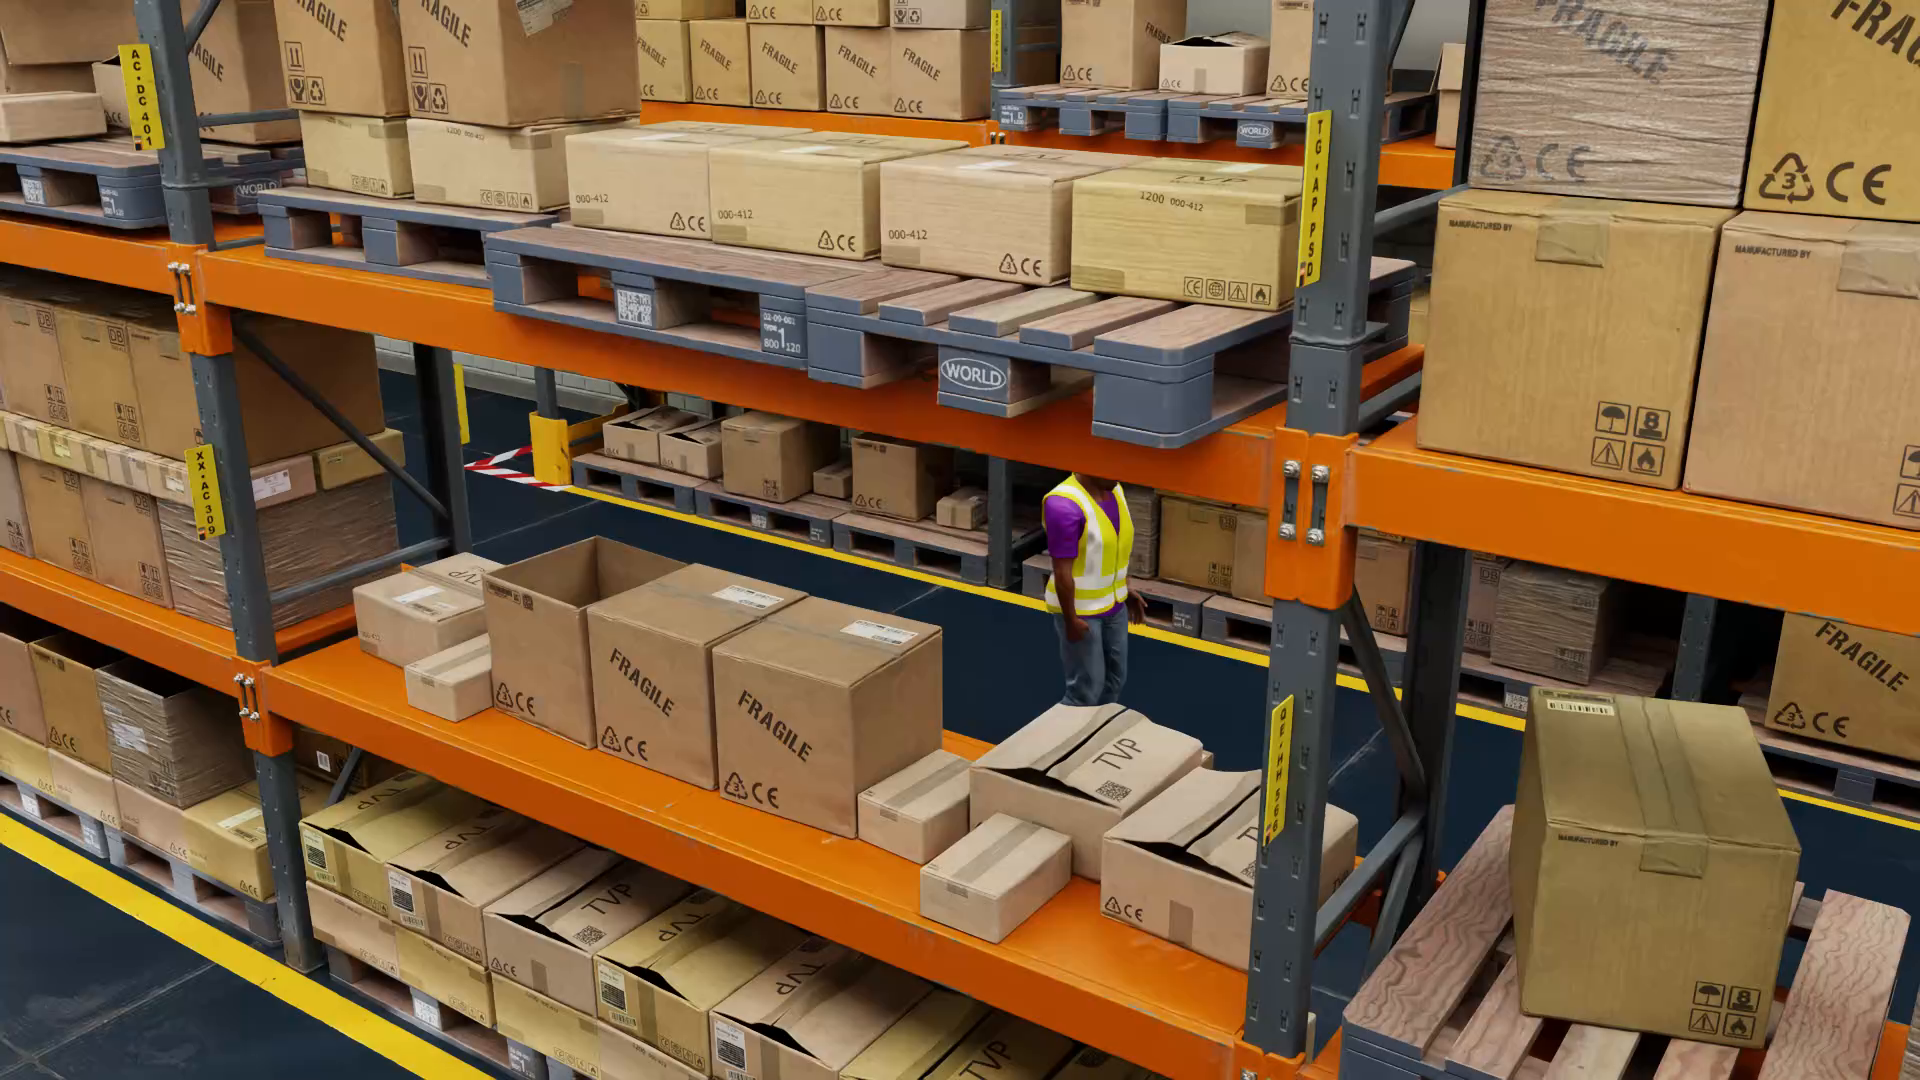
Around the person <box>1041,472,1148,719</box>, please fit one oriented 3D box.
[{"bbox_3d":[0.621,0.305,7.707,0.384,1.752,0.573,13,24,33],"label":"person"}]
